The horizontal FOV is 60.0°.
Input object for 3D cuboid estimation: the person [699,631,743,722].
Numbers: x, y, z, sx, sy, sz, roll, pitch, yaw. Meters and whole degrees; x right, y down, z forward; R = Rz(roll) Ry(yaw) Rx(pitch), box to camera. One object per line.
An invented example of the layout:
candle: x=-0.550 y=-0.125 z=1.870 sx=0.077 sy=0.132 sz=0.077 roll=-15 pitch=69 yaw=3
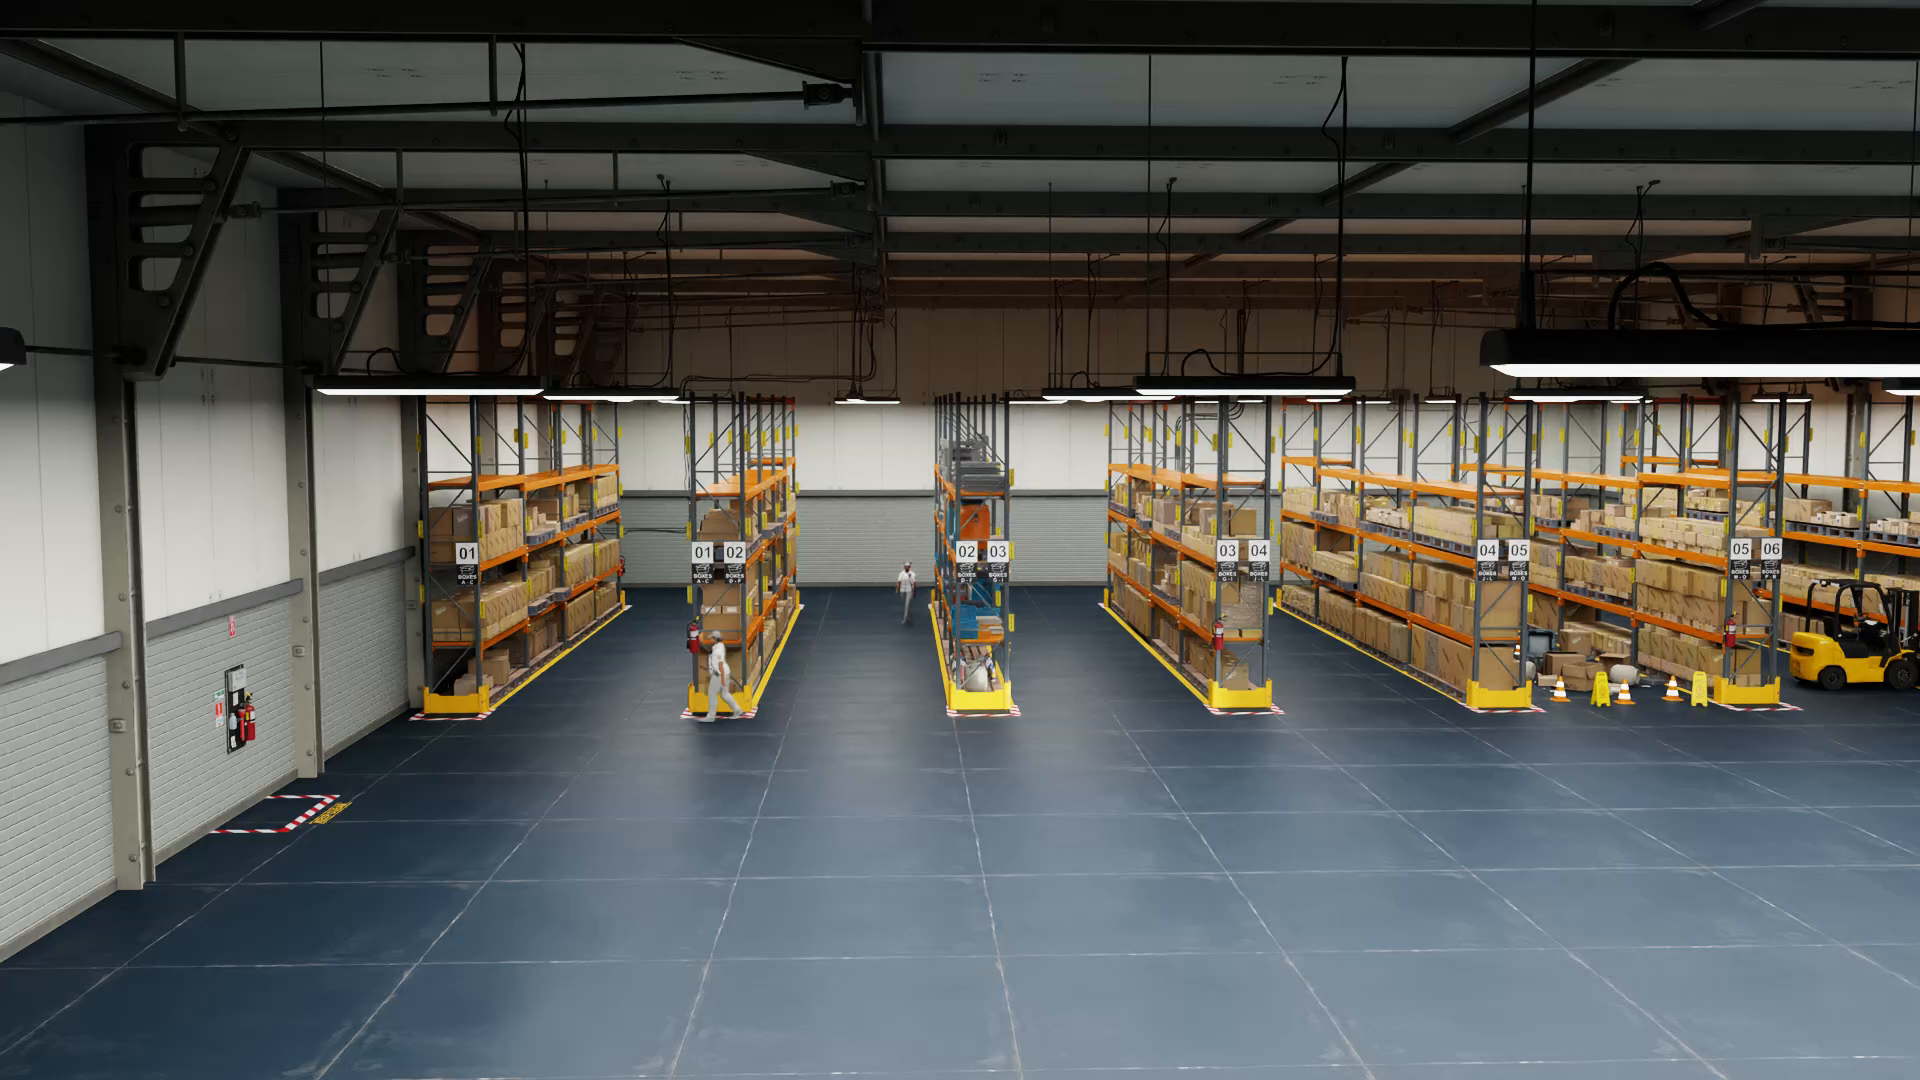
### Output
person: x=-4.355 y=2.471 z=30.281 sx=0.769 sy=1.647 sz=0.468 roll=0 pitch=5 yaw=0

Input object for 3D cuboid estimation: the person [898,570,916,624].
person: x=-1.426 y=1.478 z=43.967 sx=0.439 sy=1.388 sz=0.999 roll=2 pitch=5 yaw=22

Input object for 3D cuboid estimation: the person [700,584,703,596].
person: x=-6.932 y=1.301 z=45.554 sx=0.515 sy=1.514 sz=0.787 roll=1 pitch=5 yaw=7

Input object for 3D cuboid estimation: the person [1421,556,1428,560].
person: x=12.522 y=1.283 z=44.714 sx=0.573 sy=1.722 sz=0.457 roll=-4 pitch=6 yaw=-41
